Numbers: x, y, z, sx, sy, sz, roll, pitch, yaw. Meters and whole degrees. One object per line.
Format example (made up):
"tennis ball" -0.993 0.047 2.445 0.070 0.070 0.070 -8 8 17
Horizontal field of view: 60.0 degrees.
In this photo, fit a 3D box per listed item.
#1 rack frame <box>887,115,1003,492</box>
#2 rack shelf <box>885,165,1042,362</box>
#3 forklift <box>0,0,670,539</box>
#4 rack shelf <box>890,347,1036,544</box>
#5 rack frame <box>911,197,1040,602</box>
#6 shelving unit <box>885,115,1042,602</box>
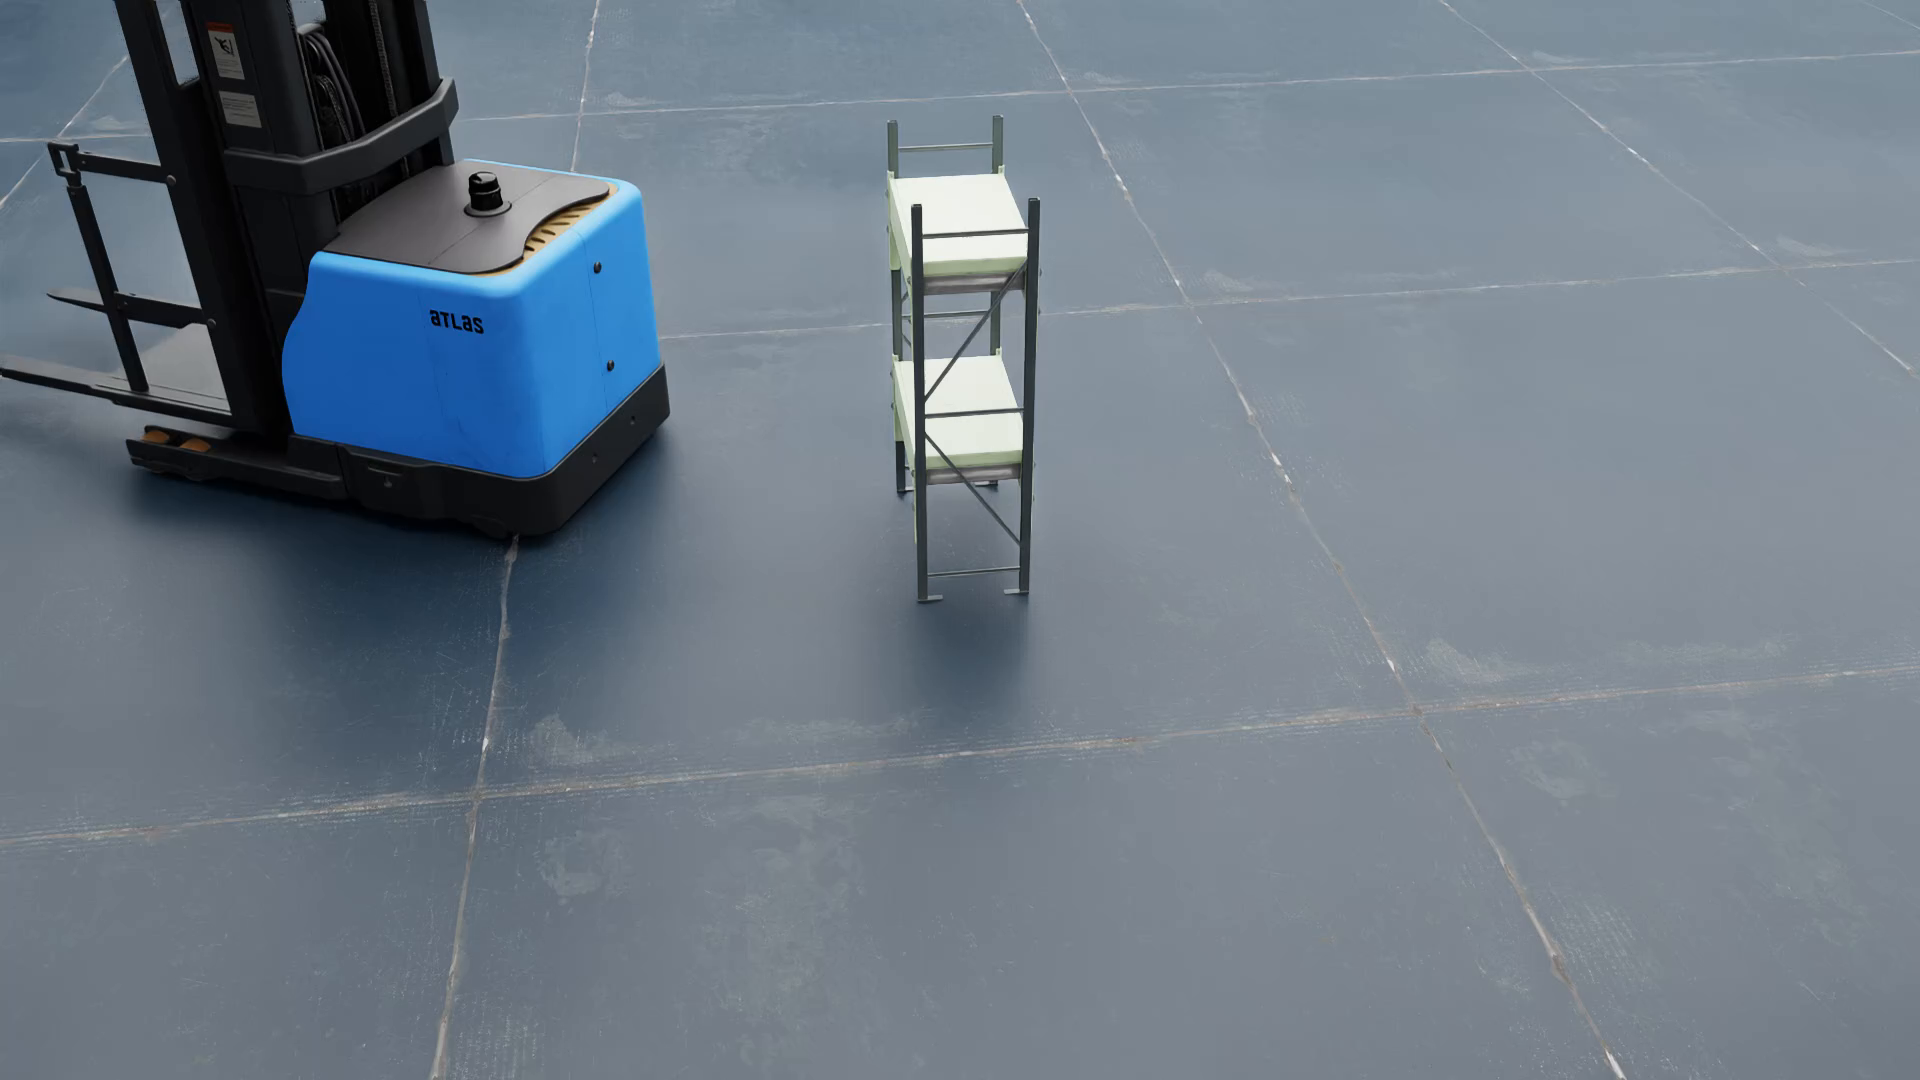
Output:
"rack frame" -0.050 -0.828 6.133 0.400 1.500 0.023 -4 35 -6
"rack shelf" -0.001 -0.946 5.613 0.431 0.370 0.720 -4 35 -6
"forklift" -2.775 -1.711 6.158 3.031 2.935 1.130 11 36 16
"rack shelf" -0.001 -0.354 6.017 0.431 0.370 0.720 -4 35 -6
"rack frame" 0.048 -0.419 5.533 0.400 1.500 0.023 -4 35 -6
"shelving unit" -0.001 -0.623 5.833 0.431 1.500 0.755 -4 35 -6
